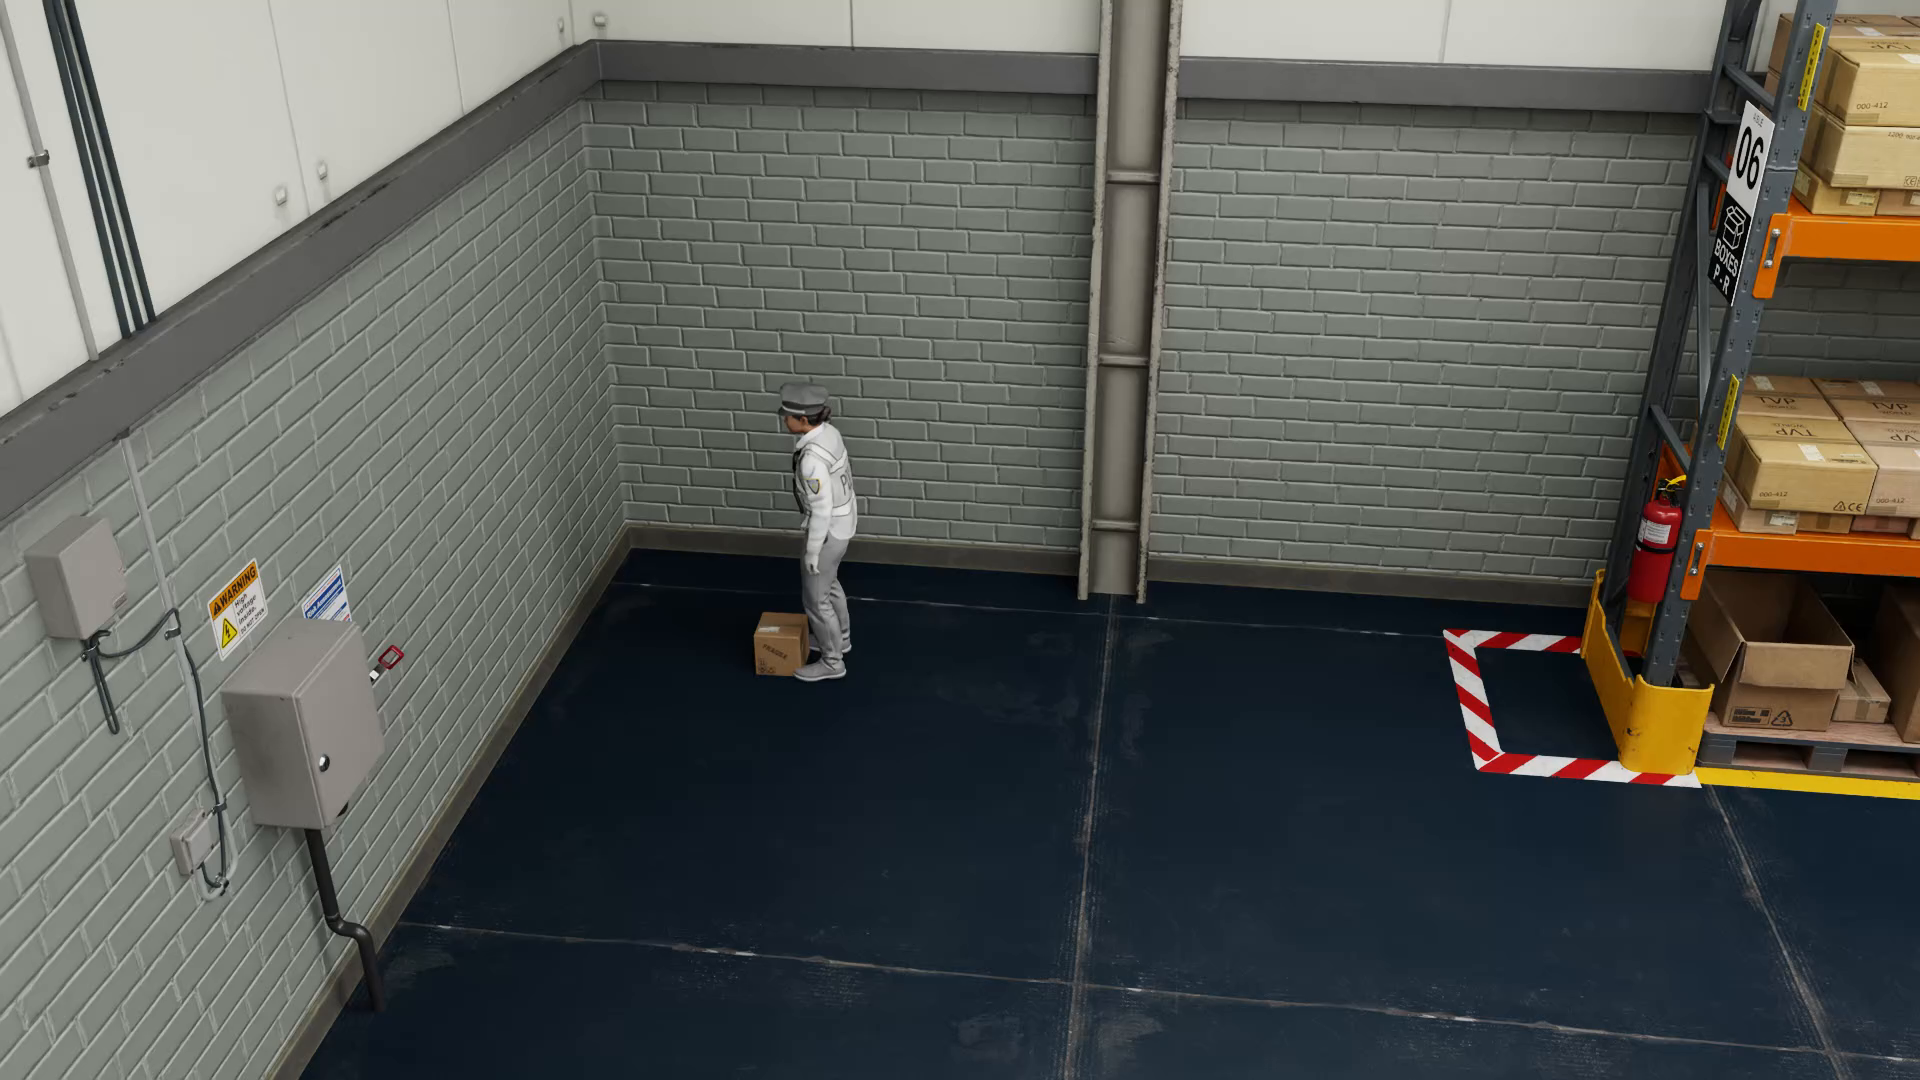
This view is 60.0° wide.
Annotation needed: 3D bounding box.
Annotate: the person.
[{"bbox_3d":[-0.727,-0.041,8.696,0.375,1.662,0.528,2,29,4],"label":"person"}]
